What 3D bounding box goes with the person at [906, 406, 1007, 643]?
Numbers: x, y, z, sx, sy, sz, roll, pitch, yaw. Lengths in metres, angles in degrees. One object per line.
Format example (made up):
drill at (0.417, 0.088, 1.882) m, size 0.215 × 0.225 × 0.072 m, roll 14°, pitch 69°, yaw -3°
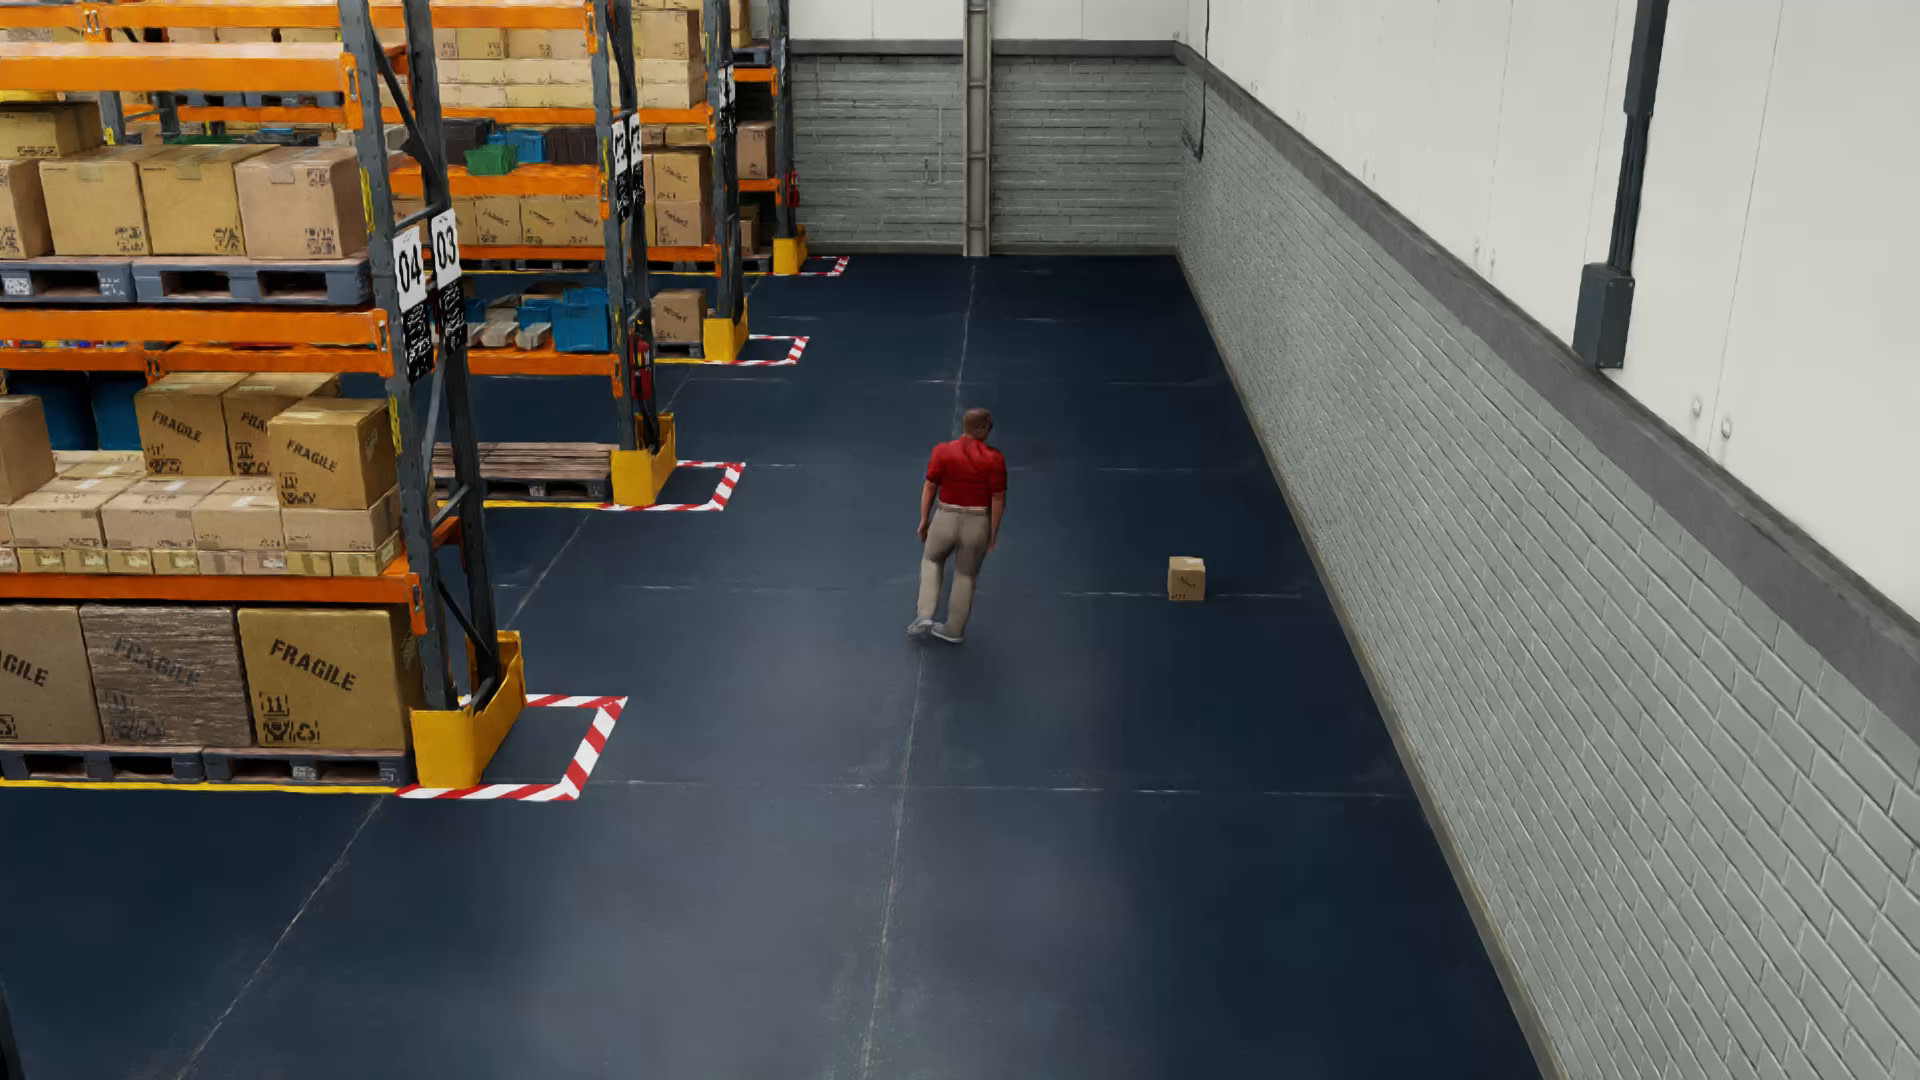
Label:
person at (-0.030, -0.102, 11.404) m, size 0.699 × 1.717 × 0.434 m, roll 0°, pitch 21°, yaw 1°
